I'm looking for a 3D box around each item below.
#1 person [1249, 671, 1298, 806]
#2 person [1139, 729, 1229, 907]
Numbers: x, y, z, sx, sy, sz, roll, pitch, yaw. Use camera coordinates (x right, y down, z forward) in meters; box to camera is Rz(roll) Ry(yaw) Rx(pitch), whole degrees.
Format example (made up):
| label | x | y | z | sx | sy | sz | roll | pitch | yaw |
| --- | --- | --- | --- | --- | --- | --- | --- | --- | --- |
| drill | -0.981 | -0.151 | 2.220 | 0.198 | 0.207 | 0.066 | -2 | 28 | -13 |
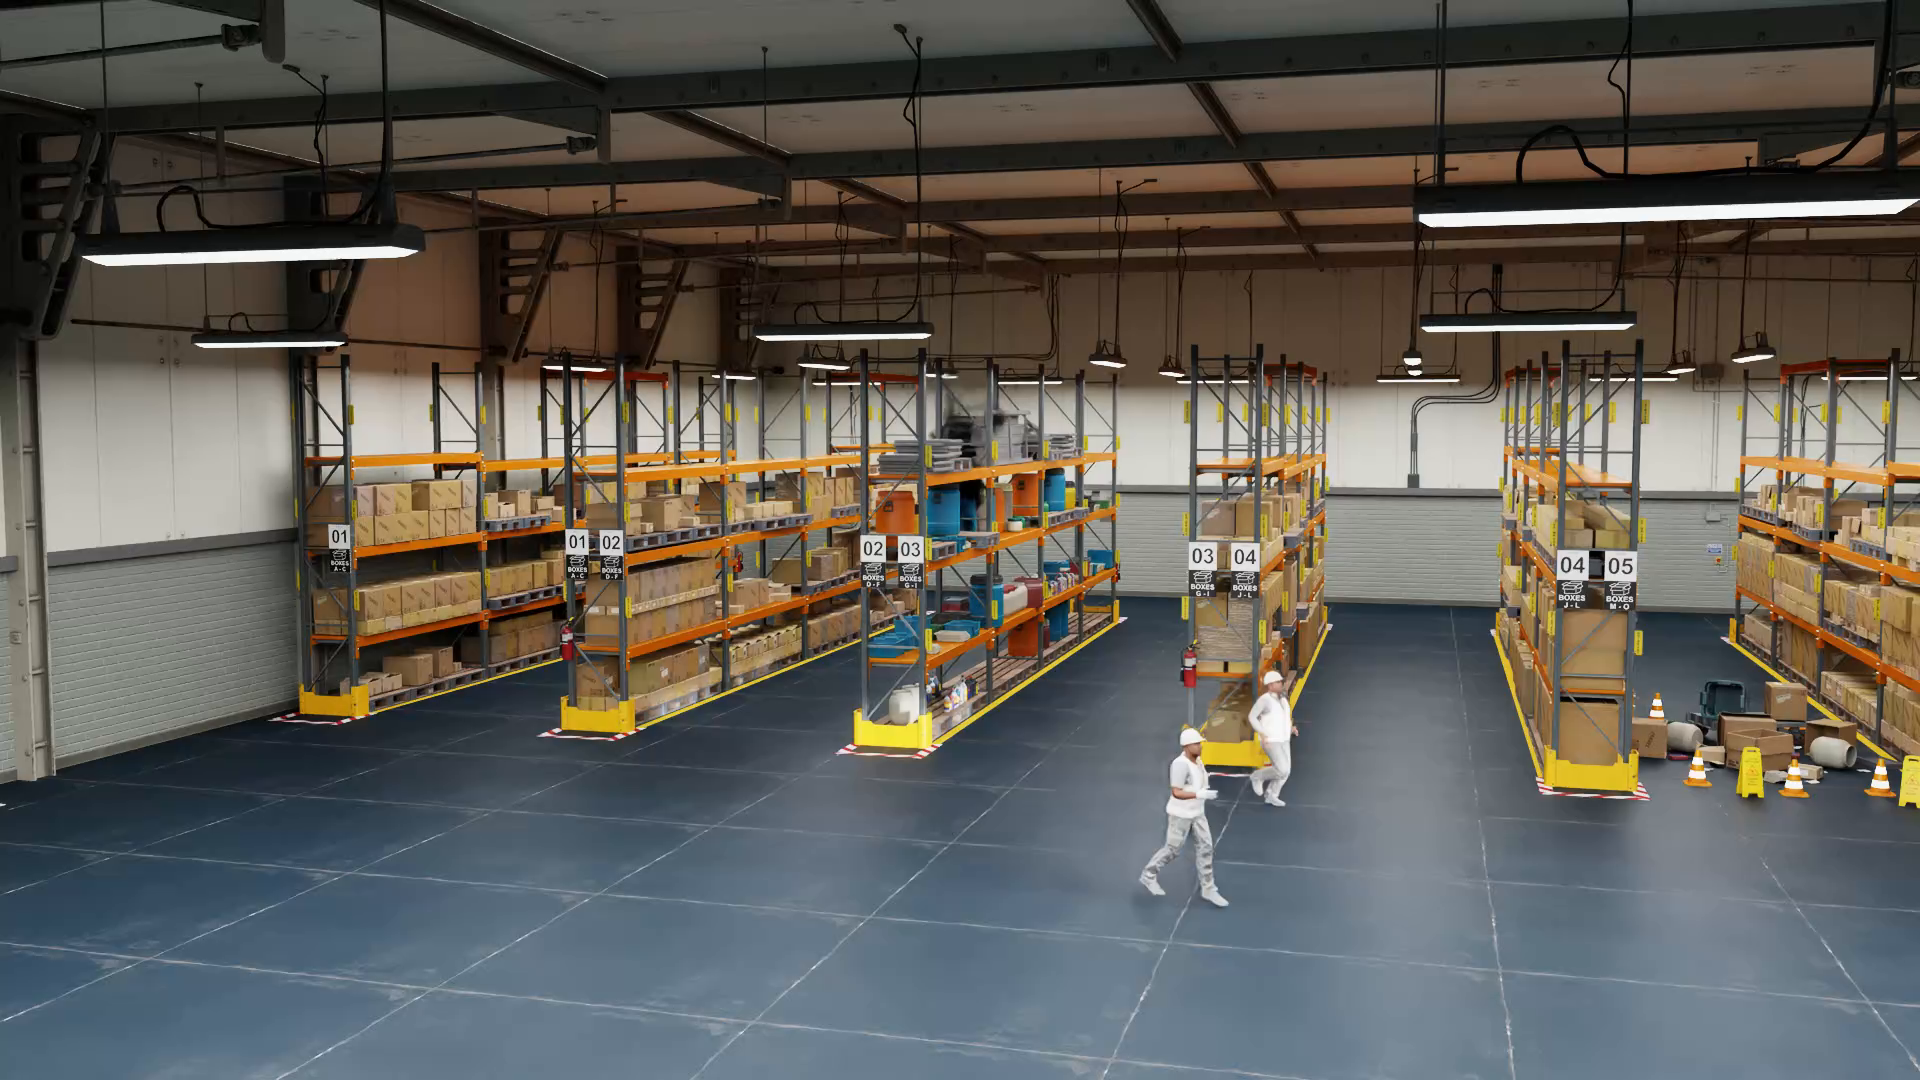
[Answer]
| label | x | y | z | sx | sy | sz | roll | pitch | yaw |
| --- | --- | --- | --- | --- | --- | --- | --- | --- | --- |
| person | 4.039 | 2.548 | 21.325 | 0.666 | 1.730 | 0.579 | -4 | 6 | -41 |
| person | 2.292 | 2.819 | 17.025 | 0.939 | 1.800 | 0.634 | 3 | 5 | 35 |
